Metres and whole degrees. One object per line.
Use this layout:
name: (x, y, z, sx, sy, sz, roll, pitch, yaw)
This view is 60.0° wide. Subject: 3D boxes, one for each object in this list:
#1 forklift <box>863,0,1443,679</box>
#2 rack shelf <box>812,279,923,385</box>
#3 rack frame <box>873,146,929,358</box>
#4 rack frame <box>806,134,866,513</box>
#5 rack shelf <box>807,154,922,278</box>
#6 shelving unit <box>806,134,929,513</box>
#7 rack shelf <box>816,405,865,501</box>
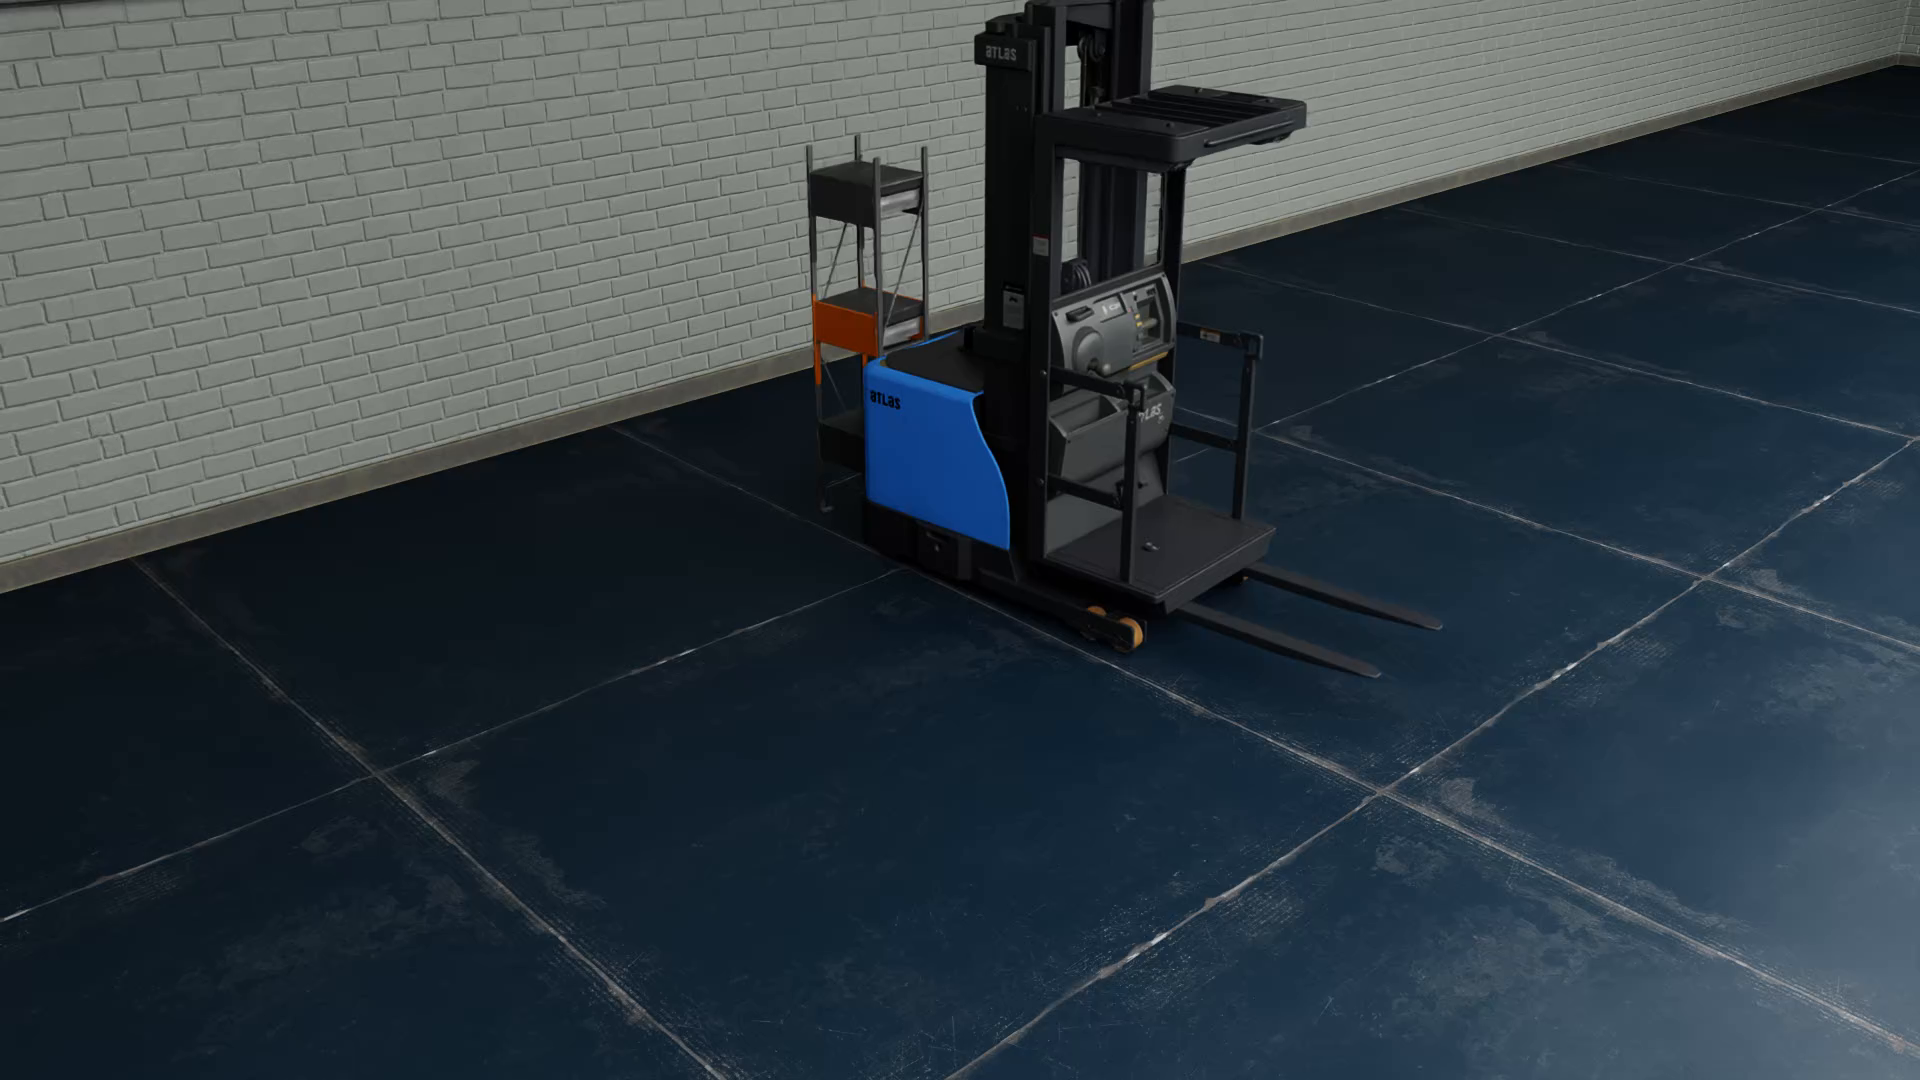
forklift: (0.918, -1.036, 7.989, 3.031, 2.935, 1.130, 20, 31, 37)
rack shelf: (-0.490, -1.099, 9.162, 0.480, 0.518, 0.431, 20, 31, 37)
rack frame: (-0.306, -1.045, 9.011, 0.015, 2.100, 0.400, 20, 31, 37)
rack frame: (-0.675, -1.178, 9.302, 0.015, 2.100, 0.400, 20, 31, 37)
rack shelf: (-0.490, -1.736, 8.871, 0.480, 0.518, 0.431, 20, 31, 37)
shelving unit: (-0.490, -1.111, 9.156, 0.503, 2.100, 0.431, 20, 31, 37)
rack shelf: (-0.490, -0.462, 9.452, 0.480, 0.518, 0.431, 20, 31, 37)
